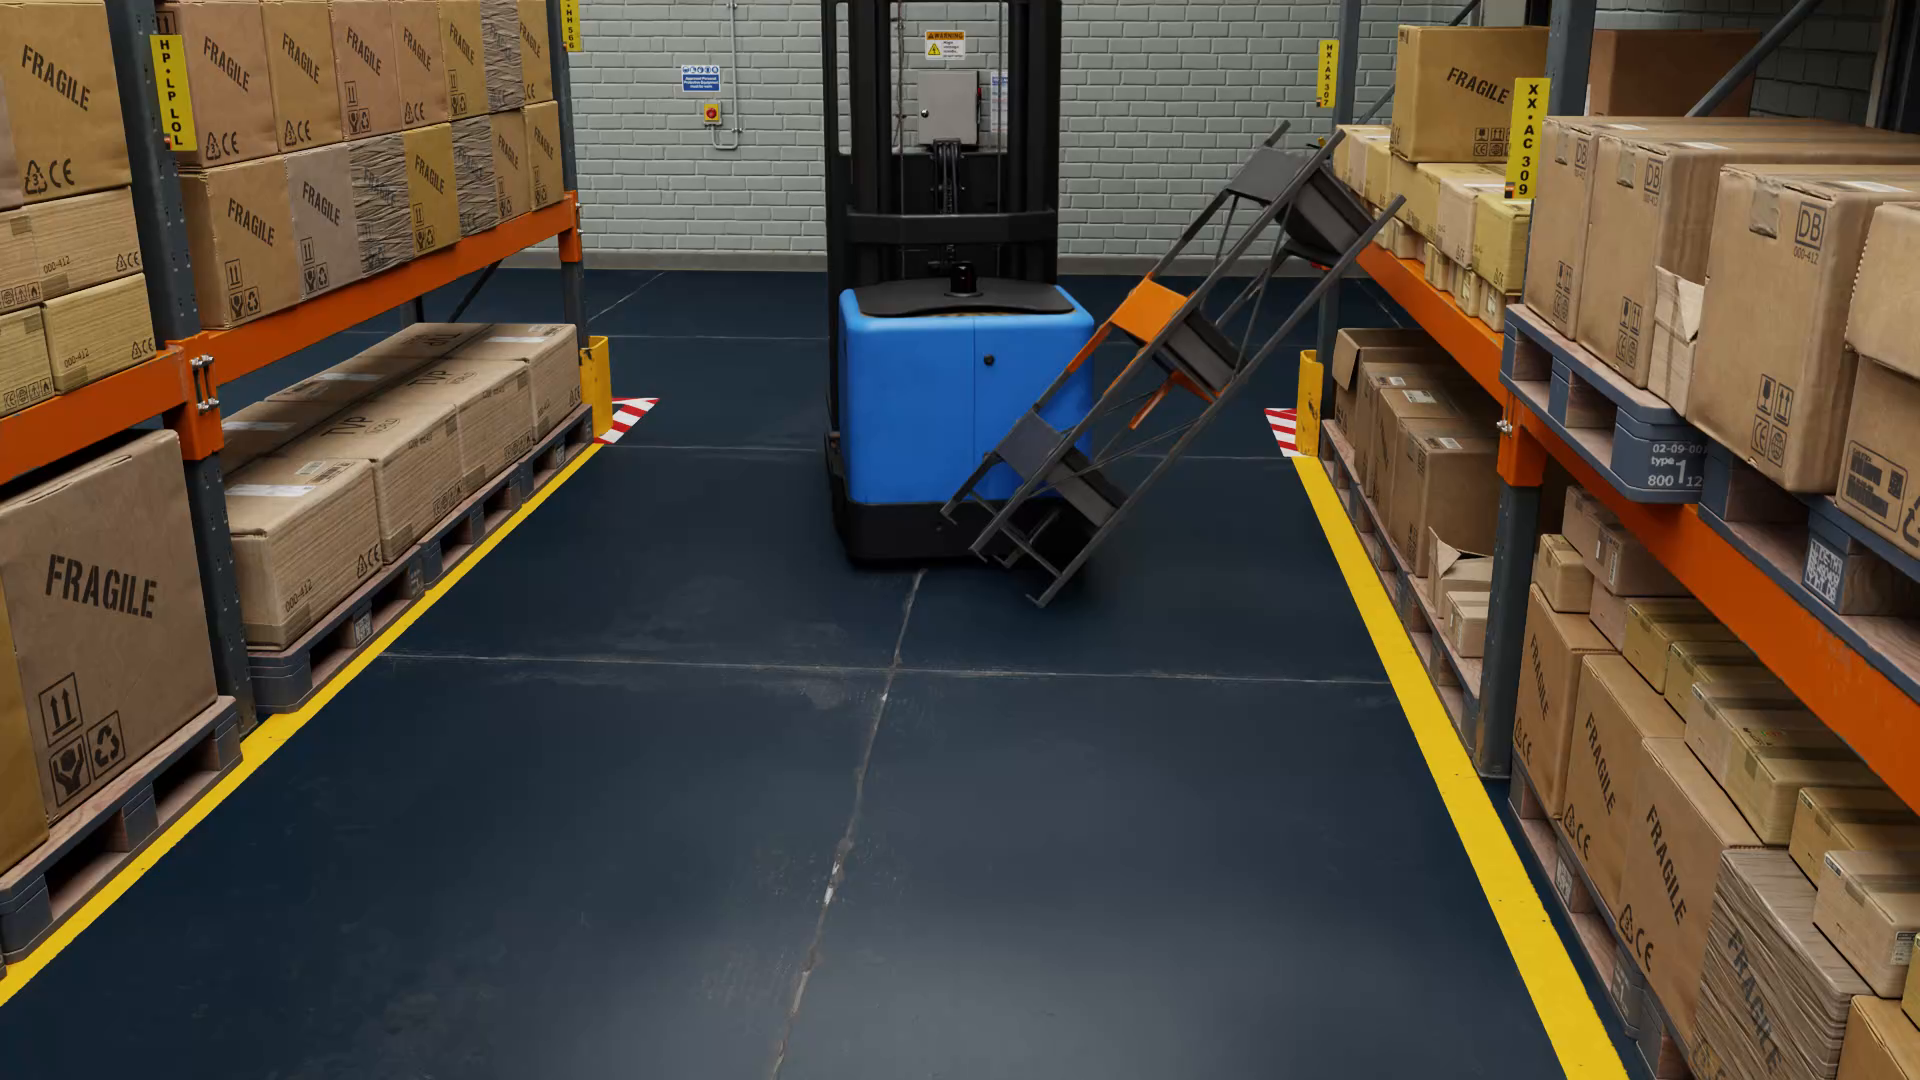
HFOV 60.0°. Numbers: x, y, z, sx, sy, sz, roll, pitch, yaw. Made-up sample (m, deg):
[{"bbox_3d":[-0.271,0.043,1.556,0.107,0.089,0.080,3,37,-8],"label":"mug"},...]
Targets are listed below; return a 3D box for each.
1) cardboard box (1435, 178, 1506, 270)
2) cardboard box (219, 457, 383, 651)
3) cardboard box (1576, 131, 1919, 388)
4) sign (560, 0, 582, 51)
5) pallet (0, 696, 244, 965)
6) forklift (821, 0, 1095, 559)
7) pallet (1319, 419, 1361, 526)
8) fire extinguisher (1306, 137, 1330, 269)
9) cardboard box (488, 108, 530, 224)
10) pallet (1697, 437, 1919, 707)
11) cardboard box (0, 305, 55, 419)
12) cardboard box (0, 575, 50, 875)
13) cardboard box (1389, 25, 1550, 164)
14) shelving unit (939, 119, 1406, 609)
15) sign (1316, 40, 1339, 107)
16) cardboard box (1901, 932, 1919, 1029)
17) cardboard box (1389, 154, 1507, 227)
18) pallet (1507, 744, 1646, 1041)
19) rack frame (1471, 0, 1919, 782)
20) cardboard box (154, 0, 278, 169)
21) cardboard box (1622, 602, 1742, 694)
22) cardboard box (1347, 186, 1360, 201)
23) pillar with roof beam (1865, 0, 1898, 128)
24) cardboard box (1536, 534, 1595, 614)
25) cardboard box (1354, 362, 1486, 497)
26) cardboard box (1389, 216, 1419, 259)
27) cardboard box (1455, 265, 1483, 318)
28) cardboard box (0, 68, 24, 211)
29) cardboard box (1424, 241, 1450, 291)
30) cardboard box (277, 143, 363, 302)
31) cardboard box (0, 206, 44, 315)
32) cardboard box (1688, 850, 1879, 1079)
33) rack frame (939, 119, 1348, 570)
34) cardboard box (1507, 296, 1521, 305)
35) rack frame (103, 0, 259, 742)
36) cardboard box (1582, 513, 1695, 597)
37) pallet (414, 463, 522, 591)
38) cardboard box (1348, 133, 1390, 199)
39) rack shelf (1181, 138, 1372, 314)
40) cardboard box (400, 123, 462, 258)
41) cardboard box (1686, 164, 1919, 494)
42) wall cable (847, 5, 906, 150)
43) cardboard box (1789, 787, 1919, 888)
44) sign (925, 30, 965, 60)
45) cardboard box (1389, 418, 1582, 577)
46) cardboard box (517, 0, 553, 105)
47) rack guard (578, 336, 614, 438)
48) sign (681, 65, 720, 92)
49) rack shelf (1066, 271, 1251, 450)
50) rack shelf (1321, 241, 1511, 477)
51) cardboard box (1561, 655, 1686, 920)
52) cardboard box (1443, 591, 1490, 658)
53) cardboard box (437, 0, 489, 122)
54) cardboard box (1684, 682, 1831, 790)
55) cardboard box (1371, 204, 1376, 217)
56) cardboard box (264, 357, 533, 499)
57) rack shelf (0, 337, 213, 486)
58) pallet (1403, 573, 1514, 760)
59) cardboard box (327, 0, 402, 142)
[{"bbox_3d":[1.929,-1.078,5.659,0.500,0.250,0.500,1,18,4],"label":"cardboard box"},{"bbox_3d":[-2.685,0.027,5.963,0.875,0.438,0.875,1,18,3],"label":"cardboard box"},{"bbox_3d":[1.820,-0.629,3.692,0.700,0.500,0.500,1,18,5],"label":"cardboard box"},{"bbox_3d":[-2.010,-2.687,8.566,0.100,0.325,0.005,1,18,4],"label":"sign"},{"bbox_3d":[-2.817,0.768,4.739,1.003,0.211,1.213,1,18,4],"label":"pallet"},{"bbox_3d":[-0.113,-1.727,7.986,1.130,2.935,3.031,-2,18,-6],"label":"forklift"},{"bbox_3d":[2.340,-0.334,8.105,1.003,0.211,1.213,1,18,4],"label":"pallet"},{"bbox_3d":[1.951,-1.773,8.739,0.296,0.674,0.183,1,18,4],"label":"fire extinguisher"},{"bbox_3d":[-2.372,-1.777,7.867,0.500,0.500,0.500,1,18,3],"label":"cardboard box"},{"bbox_3d":[1.962,0.041,2.789,1.003,0.211,1.213,1,18,4],"label":"pallet"},{"bbox_3d":[-2.655,-0.424,4.140,0.500,0.250,0.500,1,18,3],"label":"cardboard box"},{"bbox_3d":[-2.858,0.487,3.857,0.875,0.875,0.875,2,18,6],"label":"cardboard box"},{"bbox_3d":[1.993,-1.756,6.525,0.500,0.500,0.500,2,18,5],"label":"cardboard box"},{"bbox_3d":[0.811,-0.707,6.581,0.431,2.100,0.503,40,5,-23],"label":"shelving unit"},{"bbox_3d":[1.860,-2.354,8.400,0.100,0.325,0.005,1,18,4],"label":"sign"},{"bbox_3d":[1.744,0.750,2.615,0.380,0.149,0.250,1,18,3],"label":"cardboard box"},{"bbox_3d":[2.016,-1.393,6.619,0.500,0.250,0.500,1,18,2],"label":"cardboard box"},{"bbox_3d":[2.094,0.890,4.368,1.003,0.211,1.213,1,18,4],"label":"pallet"},{"bbox_3d":[2.114,-0.689,4.707,1.000,3.000,0.127,1,18,4],"label":"rack frame"},{"bbox_3d":[-2.561,-1.463,5.305,0.500,0.500,0.500,1,18,4],"label":"cardboard box"},{"bbox_3d":[1.874,0.265,4.096,0.380,0.149,0.250,0,18,1],"label":"cardboard box"},{"bbox_3d":[2.104,-1.715,8.245,0.380,0.149,0.250,1,18,3],"label":"cardboard box"},{"bbox_3d":[-1.231,-3.832,4.665,9.100,9.000,0.400,1,18,4],"label":"pillar with roof beam"},{"bbox_3d":[1.823,0.097,4.608,0.380,0.149,0.250,2,18,7],"label":"cardboard box"},{"bbox_3d":[2.163,-0.490,7.441,0.700,0.500,0.500,2,18,6],"label":"cardboard box"},{"bbox_3d":[1.963,-1.234,6.776,0.380,0.149,0.250,2,18,5],"label":"cardboard box"},{"bbox_3d":[1.877,-0.836,5.562,0.380,0.149,0.250,2,18,5],"label":"cardboard box"},{"bbox_3d":[-2.648,-1.016,3.939,0.500,0.500,0.500,2,18,5],"label":"cardboard box"},{"bbox_3d":[1.913,-0.997,6.053,0.380,0.149,0.250,1,18,3],"label":"cardboard box"},{"bbox_3d":[-2.502,-1.142,5.930,0.500,0.500,0.500,1,18,4],"label":"cardboard box"},{"bbox_3d":[-2.654,-0.667,4.078,0.500,0.250,0.500,2,18,5],"label":"cardboard box"},{"bbox_3d":[1.743,0.926,3.118,0.500,0.500,0.500,1,18,2],"label":"cardboard box"},{"bbox_3d":[0.751,-0.782,6.806,0.400,2.100,0.015,40,5,-23],"label":"rack frame"},{"bbox_3d":[1.885,-0.674,5.066,0.380,0.149,0.250,2,18,5],"label":"cardboard box"},{"bbox_3d":[-2.837,-0.798,5.042,1.000,3.000,0.127,1,18,4],"label":"rack frame"},{"bbox_3d":[1.852,0.037,4.312,0.380,0.149,0.250,0,18,1],"label":"cardboard box"},{"bbox_3d":[-2.619,-0.087,7.351,1.003,0.211,1.213,1,18,4],"label":"pallet"},{"bbox_3d":[2.064,-1.709,7.586,0.500,0.250,0.500,1,18,5],"label":"cardboard box"},{"bbox_3d":[1.263,-1.221,6.530,0.431,0.518,0.480,40,5,-23],"label":"rack shelf"},{"bbox_3d":[-2.423,-1.456,6.889,0.500,0.500,0.500,2,18,6],"label":"cardboard box"},{"bbox_3d":[1.763,-0.386,2.948,0.700,0.500,0.500,1,18,4],"label":"cardboard box"},{"bbox_3d":[-0.754,-4.247,13.935,0.588,1.984,0.122,1,18,4],"label":"wall cable"},{"bbox_3d":[1.802,0.588,3.108,0.380,0.149,0.250,1,18,4],"label":"cardboard box"},{"bbox_3d":[-0.125,-4.158,13.969,0.339,0.242,0.001,1,18,4],"label":"sign"},{"bbox_3d":[2.088,-0.168,6.457,0.700,0.500,0.500,1,18,2],"label":"cardboard box"},{"bbox_3d":[-2.347,-2.408,8.189,0.500,0.500,0.500,2,18,6],"label":"cardboard box"},{"bbox_3d":[-2.548,-0.860,9.245,1.175,0.500,0.348,1,18,4],"label":"rack guard"},{"bbox_3d":[-2.213,-3.941,14.198,0.327,0.218,0.001,1,18,4],"label":"sign"},{"bbox_3d":[0.802,-0.697,6.582,0.431,0.518,0.480,40,5,-23],"label":"rack shelf"},{"bbox_3d":[2.258,-0.968,6.715,1.077,0.370,4.000,1,18,4],"label":"rack shelf"},{"bbox_3d":[1.827,0.611,4.082,0.500,0.500,0.500,1,18,3],"label":"cardboard box"},{"bbox_3d":[1.861,0.287,5.634,0.380,0.149,0.250,1,18,2],"label":"cardboard box"},{"bbox_3d":[-2.394,-2.092,7.223,0.500,0.500,0.500,1,18,4],"label":"cardboard box"},{"bbox_3d":[1.812,0.427,3.601,0.380,0.149,0.250,1,18,4],"label":"cardboard box"},{"bbox_3d":[2.068,-1.476,7.514,0.380,0.149,0.250,2,18,6],"label":"cardboard box"},{"bbox_3d":[-2.555,-0.531,7.666,0.875,0.438,0.875,2,18,5],"label":"cardboard box"},{"bbox_3d":[-2.980,0.165,3.258,1.077,0.370,4.000,1,18,4],"label":"rack shelf"},{"bbox_3d":[2.165,0.423,5.792,1.003,0.211,1.213,1,18,4],"label":"pallet"},{"bbox_3d":[-2.471,-1.779,6.268,0.500,0.500,0.500,2,18,5],"label":"cardboard box"}]
